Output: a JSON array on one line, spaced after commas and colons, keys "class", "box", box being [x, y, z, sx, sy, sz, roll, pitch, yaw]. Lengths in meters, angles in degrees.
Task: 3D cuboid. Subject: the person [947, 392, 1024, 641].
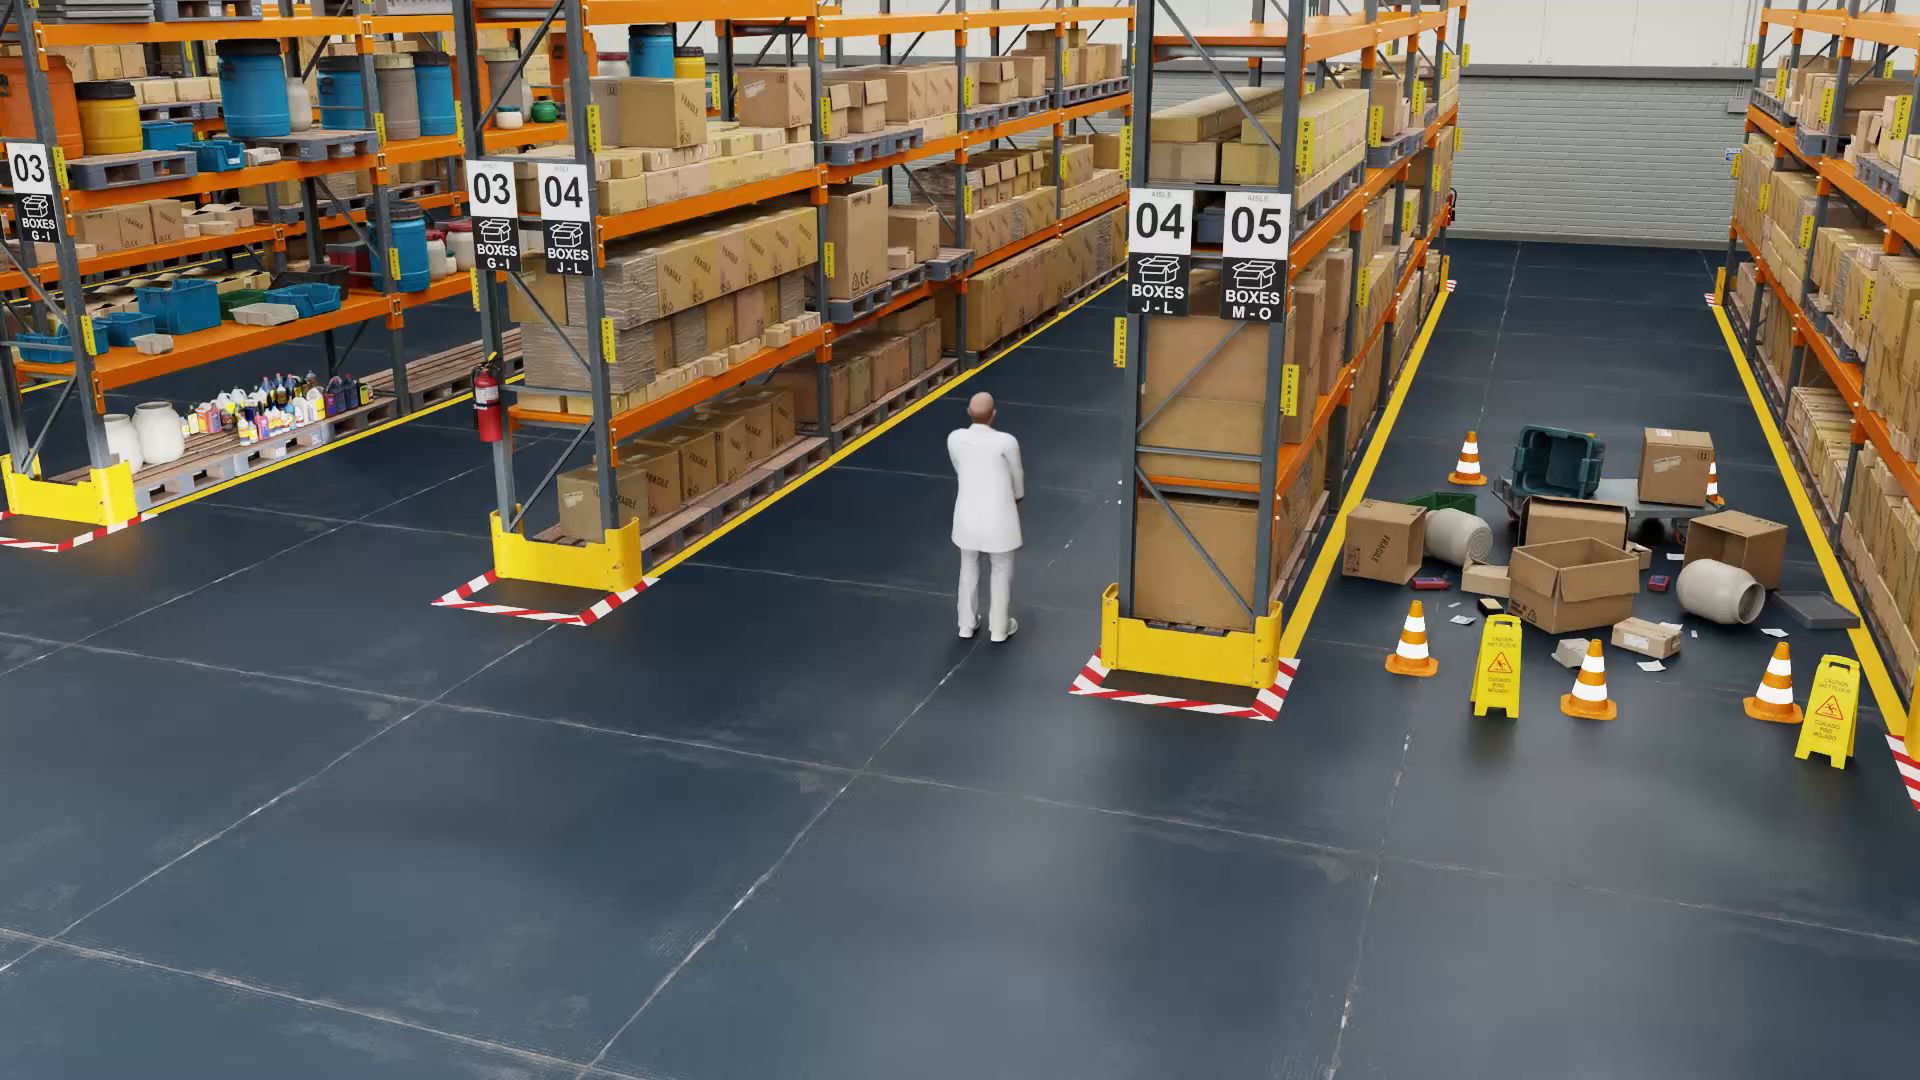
[{"class": "person", "box": [0.212, -0.203, 11.701, 0.525, 1.777, 0.543, 6, 19, 19]}]
